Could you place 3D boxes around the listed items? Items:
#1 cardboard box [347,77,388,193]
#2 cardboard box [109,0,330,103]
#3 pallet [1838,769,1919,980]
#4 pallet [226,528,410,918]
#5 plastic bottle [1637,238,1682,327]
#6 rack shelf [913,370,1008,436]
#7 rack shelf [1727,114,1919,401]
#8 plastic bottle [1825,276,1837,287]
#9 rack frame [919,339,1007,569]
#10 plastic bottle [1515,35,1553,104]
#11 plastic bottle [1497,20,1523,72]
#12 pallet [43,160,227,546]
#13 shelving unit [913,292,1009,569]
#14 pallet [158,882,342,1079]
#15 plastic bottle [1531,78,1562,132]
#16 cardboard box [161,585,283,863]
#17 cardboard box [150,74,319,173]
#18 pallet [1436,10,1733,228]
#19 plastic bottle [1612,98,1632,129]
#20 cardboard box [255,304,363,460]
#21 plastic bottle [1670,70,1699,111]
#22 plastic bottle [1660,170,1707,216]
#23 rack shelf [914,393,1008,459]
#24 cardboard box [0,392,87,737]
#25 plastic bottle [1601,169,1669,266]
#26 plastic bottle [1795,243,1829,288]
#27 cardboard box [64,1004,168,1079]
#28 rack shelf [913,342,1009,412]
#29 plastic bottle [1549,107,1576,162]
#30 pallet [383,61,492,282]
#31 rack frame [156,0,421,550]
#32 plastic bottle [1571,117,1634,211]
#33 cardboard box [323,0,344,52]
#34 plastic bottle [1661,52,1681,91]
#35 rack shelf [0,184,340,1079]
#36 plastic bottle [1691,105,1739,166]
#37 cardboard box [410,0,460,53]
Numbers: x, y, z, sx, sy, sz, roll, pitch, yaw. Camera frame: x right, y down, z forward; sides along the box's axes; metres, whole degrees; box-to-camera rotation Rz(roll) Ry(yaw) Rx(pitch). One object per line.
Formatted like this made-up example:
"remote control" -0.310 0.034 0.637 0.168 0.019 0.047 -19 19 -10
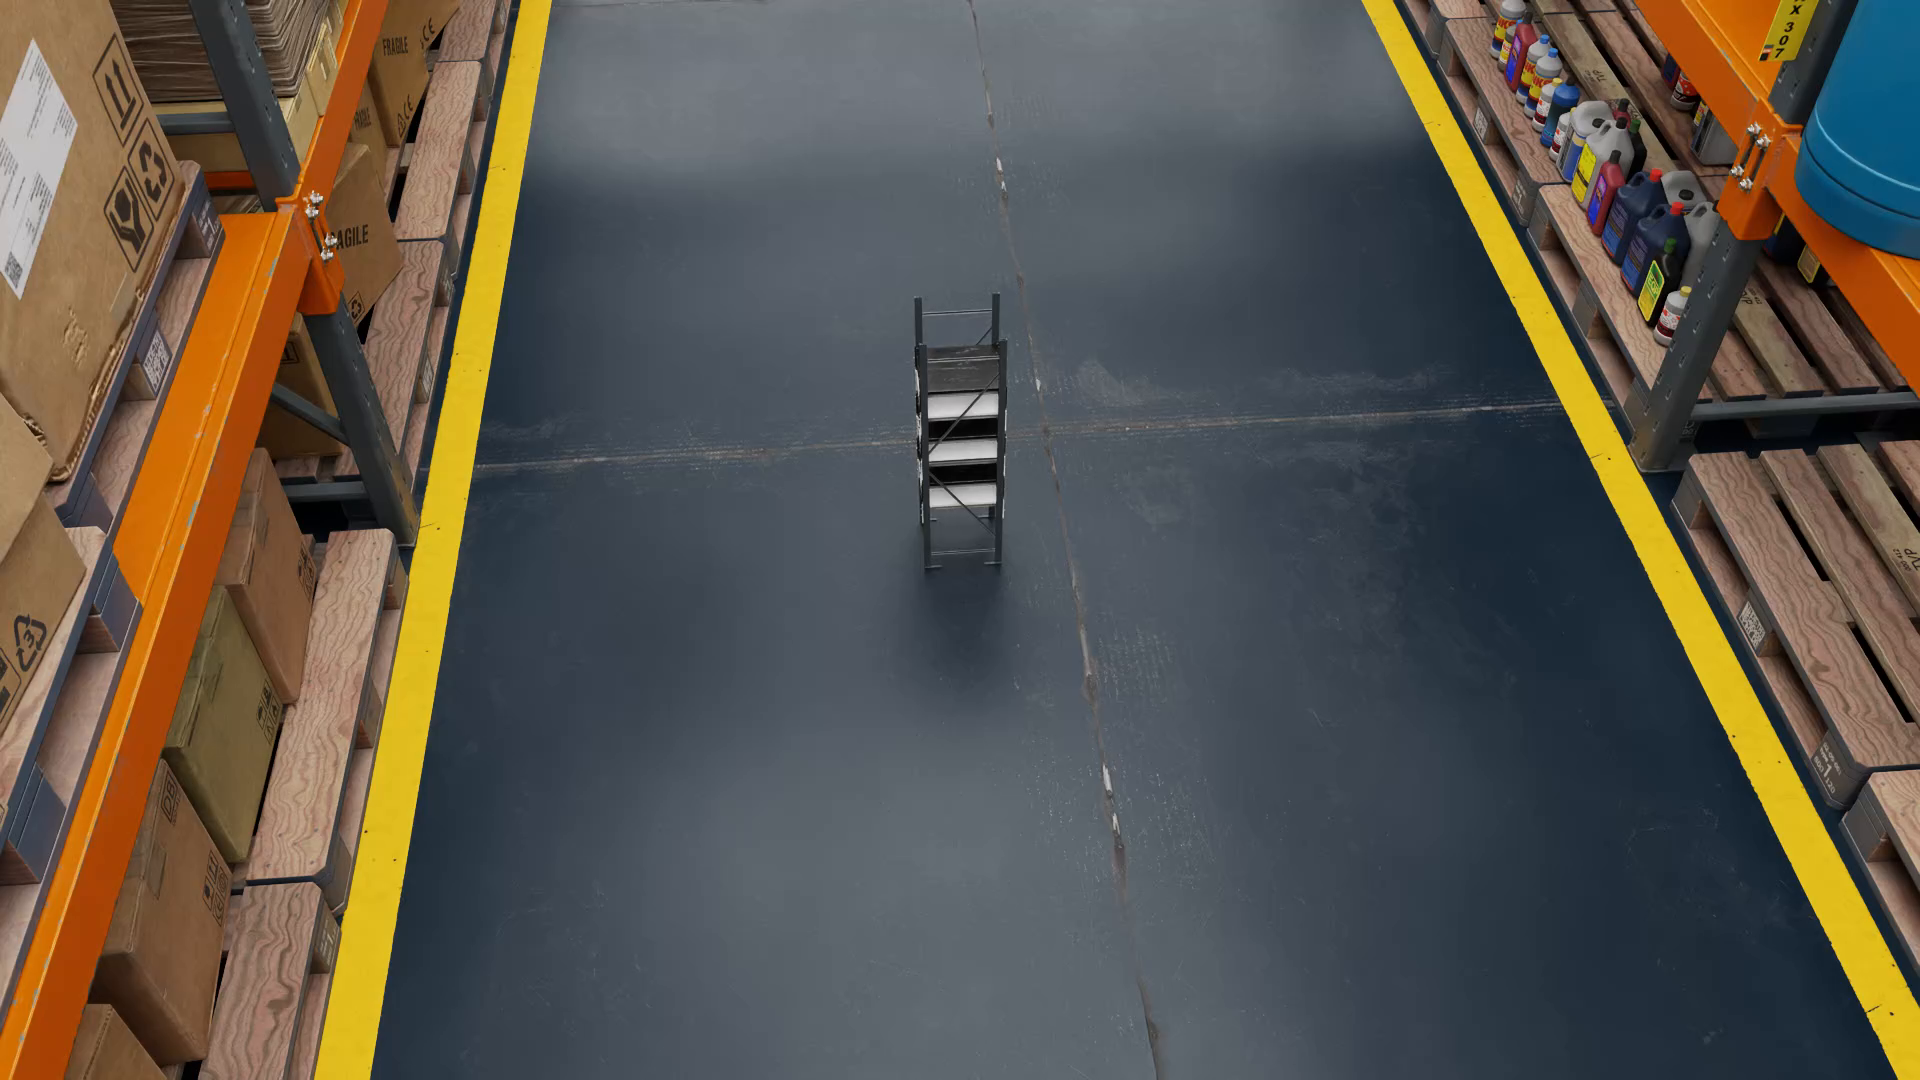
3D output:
"cardboard box" -2.393 -1.453 5.993 0.500 0.500 0.500 -7 47 -7
"cardboard box" -2.190 -1.484 4.316 0.875 0.500 0.500 -3 47 -3
"pallet" 2.932 1.090 4.072 1.003 0.211 1.213 -3 47 -3
"pallet" -2.147 0.504 4.627 1.003 0.211 1.213 -3 47 -3
"plastic bottle" 2.353 -0.864 5.570 0.061 0.283 0.133 -1 47 -1
"rack shelf" 0.001 -0.404 4.811 0.258 0.077 0.200 -3 47 -3
"rack shelf" 2.889 0.375 3.324 1.077 0.370 4.000 -3 47 -3
"plastic bottle" 3.078 -1.023 5.726 0.152 0.276 0.135 -2 47 -2
"rack frame" 0.009 -0.230 4.848 0.240 0.900 0.006 -3 47 -3
"plastic bottle" 2.257 -1.847 6.510 0.097 0.271 0.097 0 47 0
"plastic bottle" 2.237 -1.996 6.699 0.097 0.201 0.097 0 47 0
"pallet" -2.295 -0.390 3.686 1.003 0.211 1.213 -3 47 -3
"shelving unit" 0.001 -0.304 4.918 0.258 0.900 0.210 -3 47 -3
"pallet" -2.042 1.389 3.789 1.003 0.211 1.213 -3 47 -3
"plastic bottle" 2.274 -1.679 6.399 0.097 0.201 0.097 0 47 0
"cardboard box" -2.163 0.482 4.146 0.700 0.500 0.500 -4 47 -4
"cardboard box" -1.932 -1.105 4.404 0.380 0.149 0.250 -3 47 -3
"pallet" 2.602 -1.733 6.746 1.003 0.211 1.213 -3 47 -3
"plastic bottle" 2.434 -1.482 6.155 0.061 0.283 0.133 -3 47 -3
"cardboard box" -2.207 -0.595 5.180 0.500 0.500 0.500 -5 47 -5
"plastic bottle" 2.860 -1.795 6.508 0.097 0.201 0.097 0 47 0
"plastic bottle" 2.510 -1.148 5.844 0.152 0.276 0.135 -3 47 -3
"rack shelf" 0.001 -0.343 4.877 0.258 0.077 0.200 -3 47 -3
"cardboard box" -1.977 0.051 2.776 0.797 0.503 0.637 1 47 1
"plastic bottle" 2.365 -1.147 5.792 0.144 0.351 0.185 -6 47 -5
"plastic bottle" 2.972 -1.019 5.717 0.061 0.283 0.133 -3 47 -3
"cardboard box" -2.068 1.290 3.380 0.700 0.500 0.500 0 47 0
"rack shelf" 0.001 -0.466 4.746 0.258 0.077 0.200 -3 47 -3
"plastic bottle" 2.291 -1.531 6.258 0.097 0.201 0.097 0 47 0
"pallet" -2.410 -1.428 6.457 1.003 0.211 1.213 -3 47 -3
"rack frame" -2.214 -1.018 4.148 1.000 3.000 0.127 -3 47 -3
"plastic bottle" 2.338 -1.380 6.013 0.144 0.351 0.185 -4 47 -4
"cardboard box" -1.988 -1.466 4.746 0.380 0.149 0.250 -3 47 -3
"plastic bottle" 2.865 -1.937 6.587 0.061 0.283 0.133 -3 47 -3
"rack shelf" -2.046 0.676 3.039 1.077 0.370 4.000 -3 47 -3
"plastic bottle" 2.871 -1.560 6.234 0.152 0.276 0.135 -3 47 -3
"cardboard box" -2.429 -2.314 6.808 0.500 0.500 0.500 8 47 7
